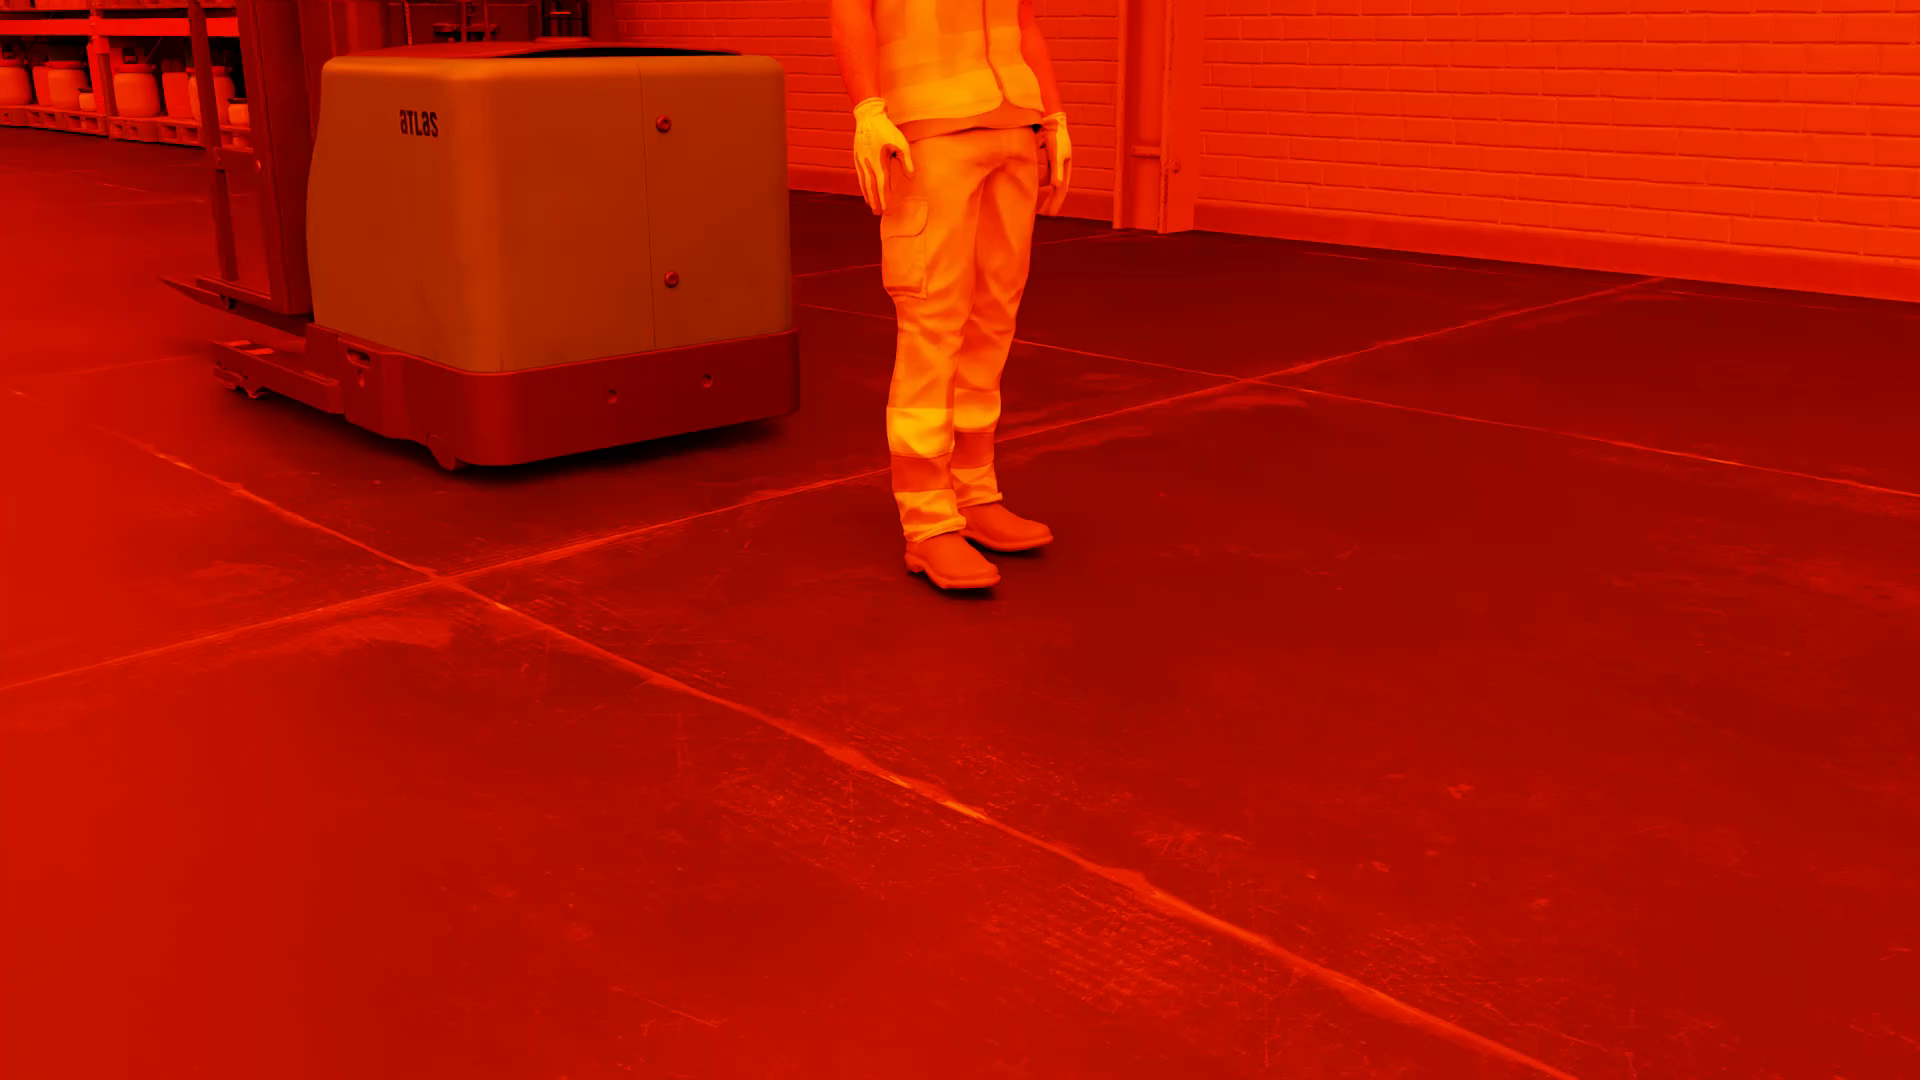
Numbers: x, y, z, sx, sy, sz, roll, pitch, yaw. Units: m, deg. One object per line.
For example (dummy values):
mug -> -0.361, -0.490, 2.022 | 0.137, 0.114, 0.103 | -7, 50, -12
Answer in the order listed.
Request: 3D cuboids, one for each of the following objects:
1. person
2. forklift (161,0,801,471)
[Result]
person -> 0.050, -0.842, 3.567 | 0.562, 1.789, 0.636 | 16, 23, 42
forklift -> -1.831, -1.943, 5.221 | 1.130, 2.935, 3.031 | -15, 23, -40
